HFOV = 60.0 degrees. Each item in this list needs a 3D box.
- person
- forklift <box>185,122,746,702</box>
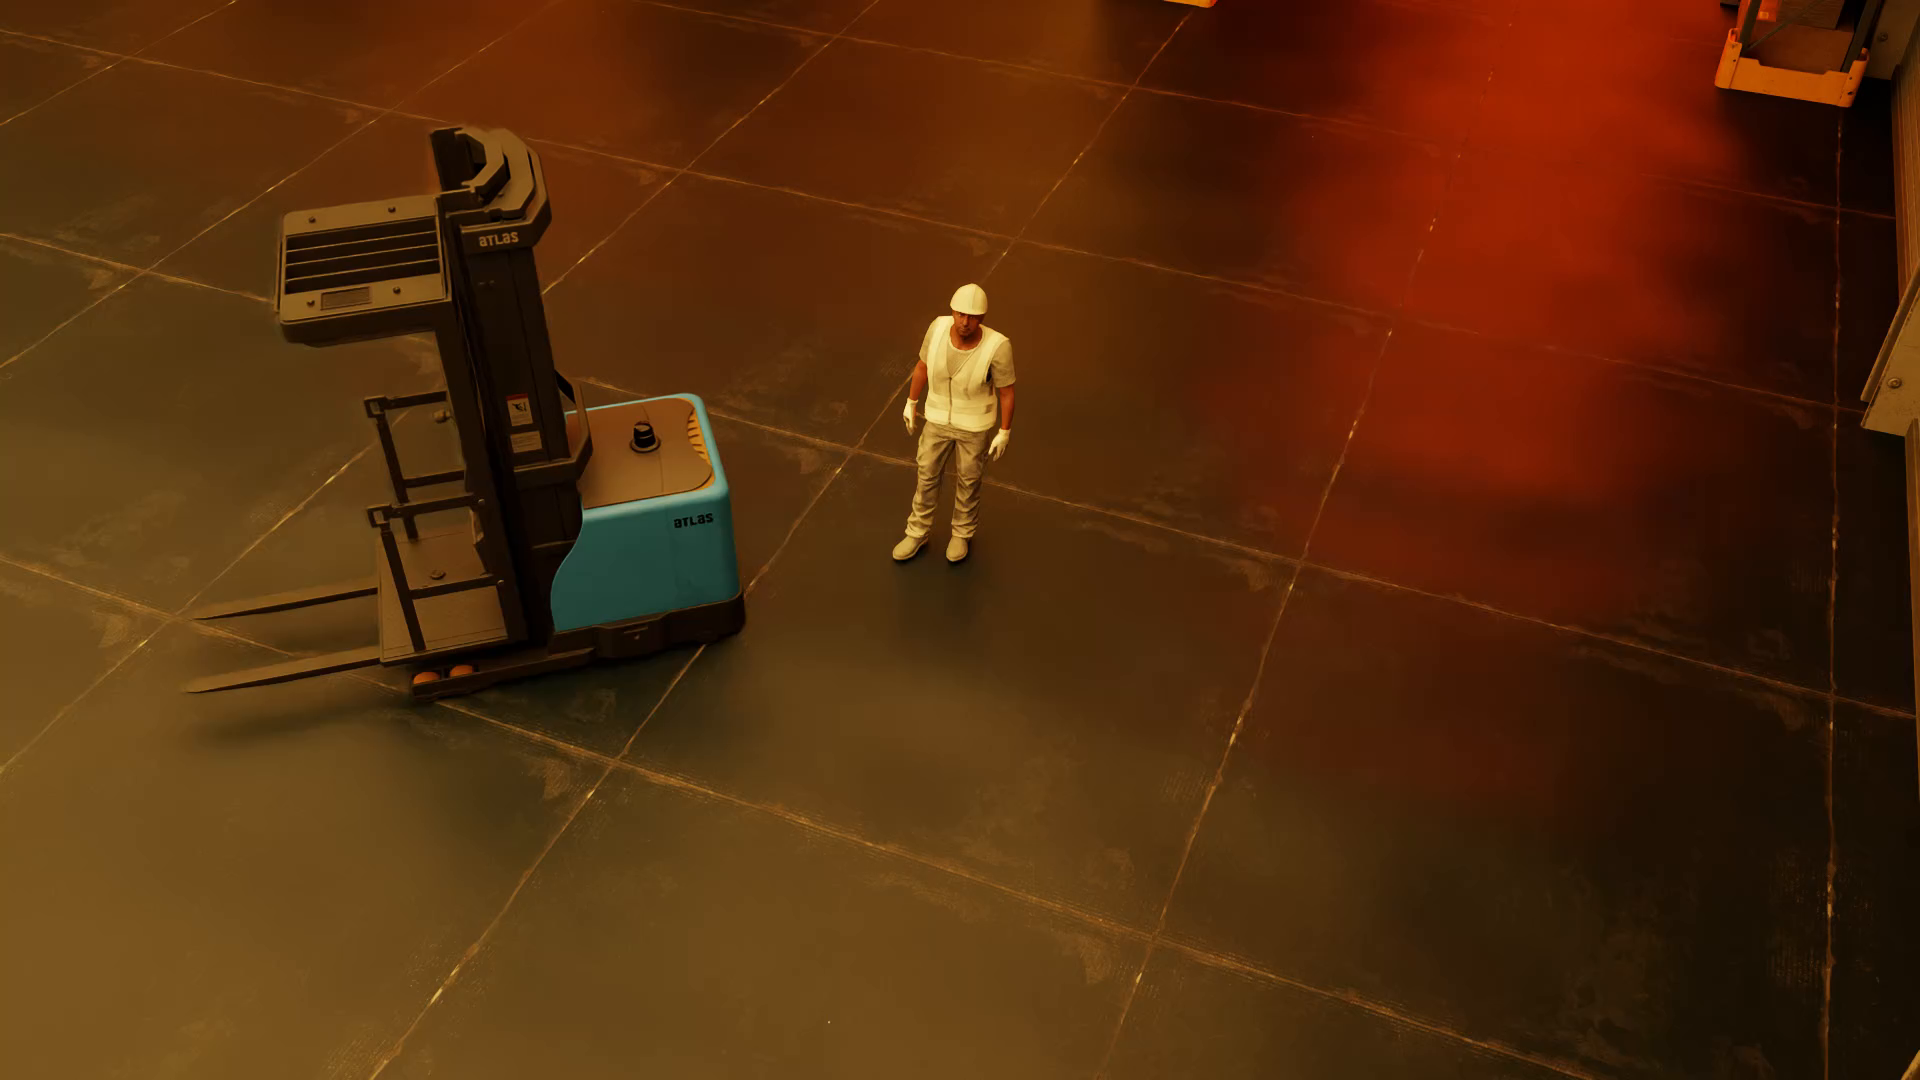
[{"bbox_3d":[-0.035,-0.648,9.664,0.656,1.784,0.575,15,42,17],"label":"person"},{"bbox_3d":[-2.814,-0.609,8.734,3.031,2.935,1.130,-11,41,-12],"label":"forklift"}]
